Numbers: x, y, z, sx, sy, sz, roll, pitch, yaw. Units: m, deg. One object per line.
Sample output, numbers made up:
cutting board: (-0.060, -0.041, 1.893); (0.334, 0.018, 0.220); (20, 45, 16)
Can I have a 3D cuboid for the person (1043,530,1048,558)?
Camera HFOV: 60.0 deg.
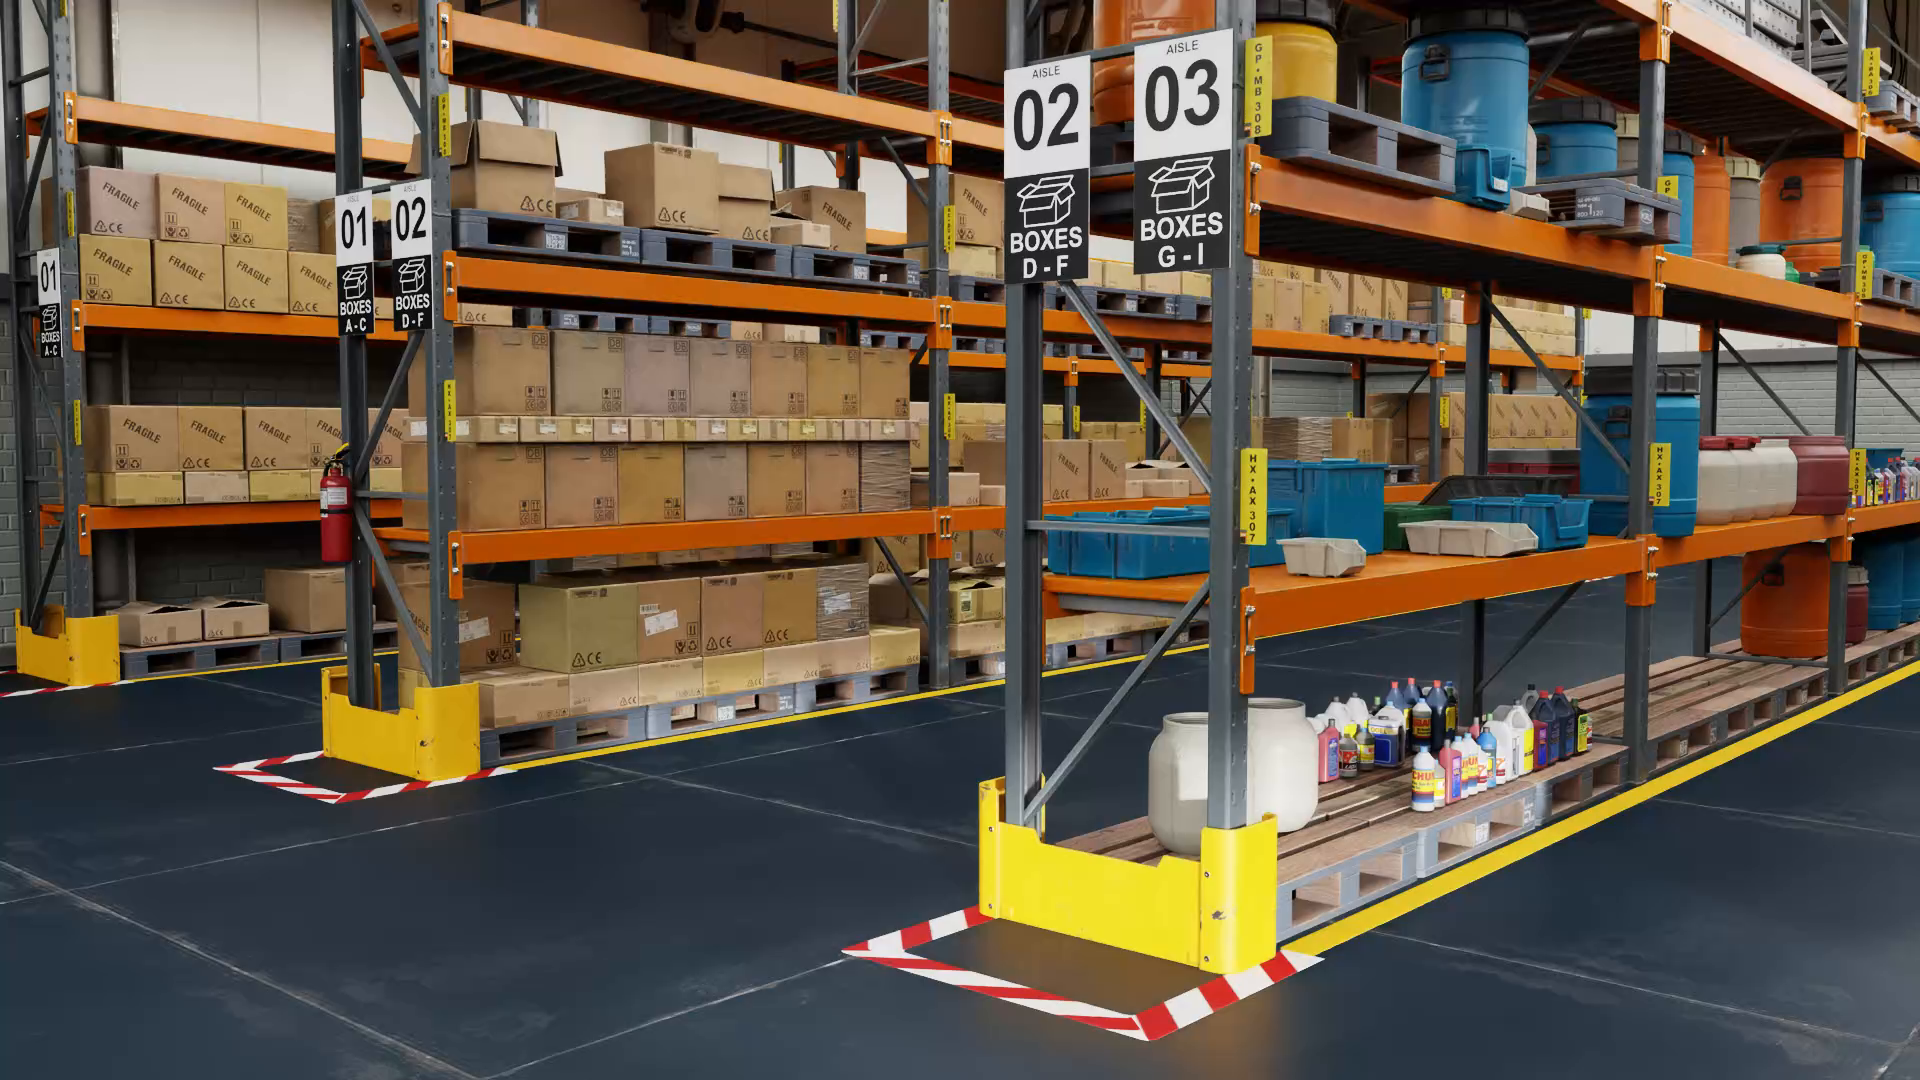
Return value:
person: (0.973, -0.056, 16.939); (0.416, 1.713, 0.441); (3, 5, 42)
